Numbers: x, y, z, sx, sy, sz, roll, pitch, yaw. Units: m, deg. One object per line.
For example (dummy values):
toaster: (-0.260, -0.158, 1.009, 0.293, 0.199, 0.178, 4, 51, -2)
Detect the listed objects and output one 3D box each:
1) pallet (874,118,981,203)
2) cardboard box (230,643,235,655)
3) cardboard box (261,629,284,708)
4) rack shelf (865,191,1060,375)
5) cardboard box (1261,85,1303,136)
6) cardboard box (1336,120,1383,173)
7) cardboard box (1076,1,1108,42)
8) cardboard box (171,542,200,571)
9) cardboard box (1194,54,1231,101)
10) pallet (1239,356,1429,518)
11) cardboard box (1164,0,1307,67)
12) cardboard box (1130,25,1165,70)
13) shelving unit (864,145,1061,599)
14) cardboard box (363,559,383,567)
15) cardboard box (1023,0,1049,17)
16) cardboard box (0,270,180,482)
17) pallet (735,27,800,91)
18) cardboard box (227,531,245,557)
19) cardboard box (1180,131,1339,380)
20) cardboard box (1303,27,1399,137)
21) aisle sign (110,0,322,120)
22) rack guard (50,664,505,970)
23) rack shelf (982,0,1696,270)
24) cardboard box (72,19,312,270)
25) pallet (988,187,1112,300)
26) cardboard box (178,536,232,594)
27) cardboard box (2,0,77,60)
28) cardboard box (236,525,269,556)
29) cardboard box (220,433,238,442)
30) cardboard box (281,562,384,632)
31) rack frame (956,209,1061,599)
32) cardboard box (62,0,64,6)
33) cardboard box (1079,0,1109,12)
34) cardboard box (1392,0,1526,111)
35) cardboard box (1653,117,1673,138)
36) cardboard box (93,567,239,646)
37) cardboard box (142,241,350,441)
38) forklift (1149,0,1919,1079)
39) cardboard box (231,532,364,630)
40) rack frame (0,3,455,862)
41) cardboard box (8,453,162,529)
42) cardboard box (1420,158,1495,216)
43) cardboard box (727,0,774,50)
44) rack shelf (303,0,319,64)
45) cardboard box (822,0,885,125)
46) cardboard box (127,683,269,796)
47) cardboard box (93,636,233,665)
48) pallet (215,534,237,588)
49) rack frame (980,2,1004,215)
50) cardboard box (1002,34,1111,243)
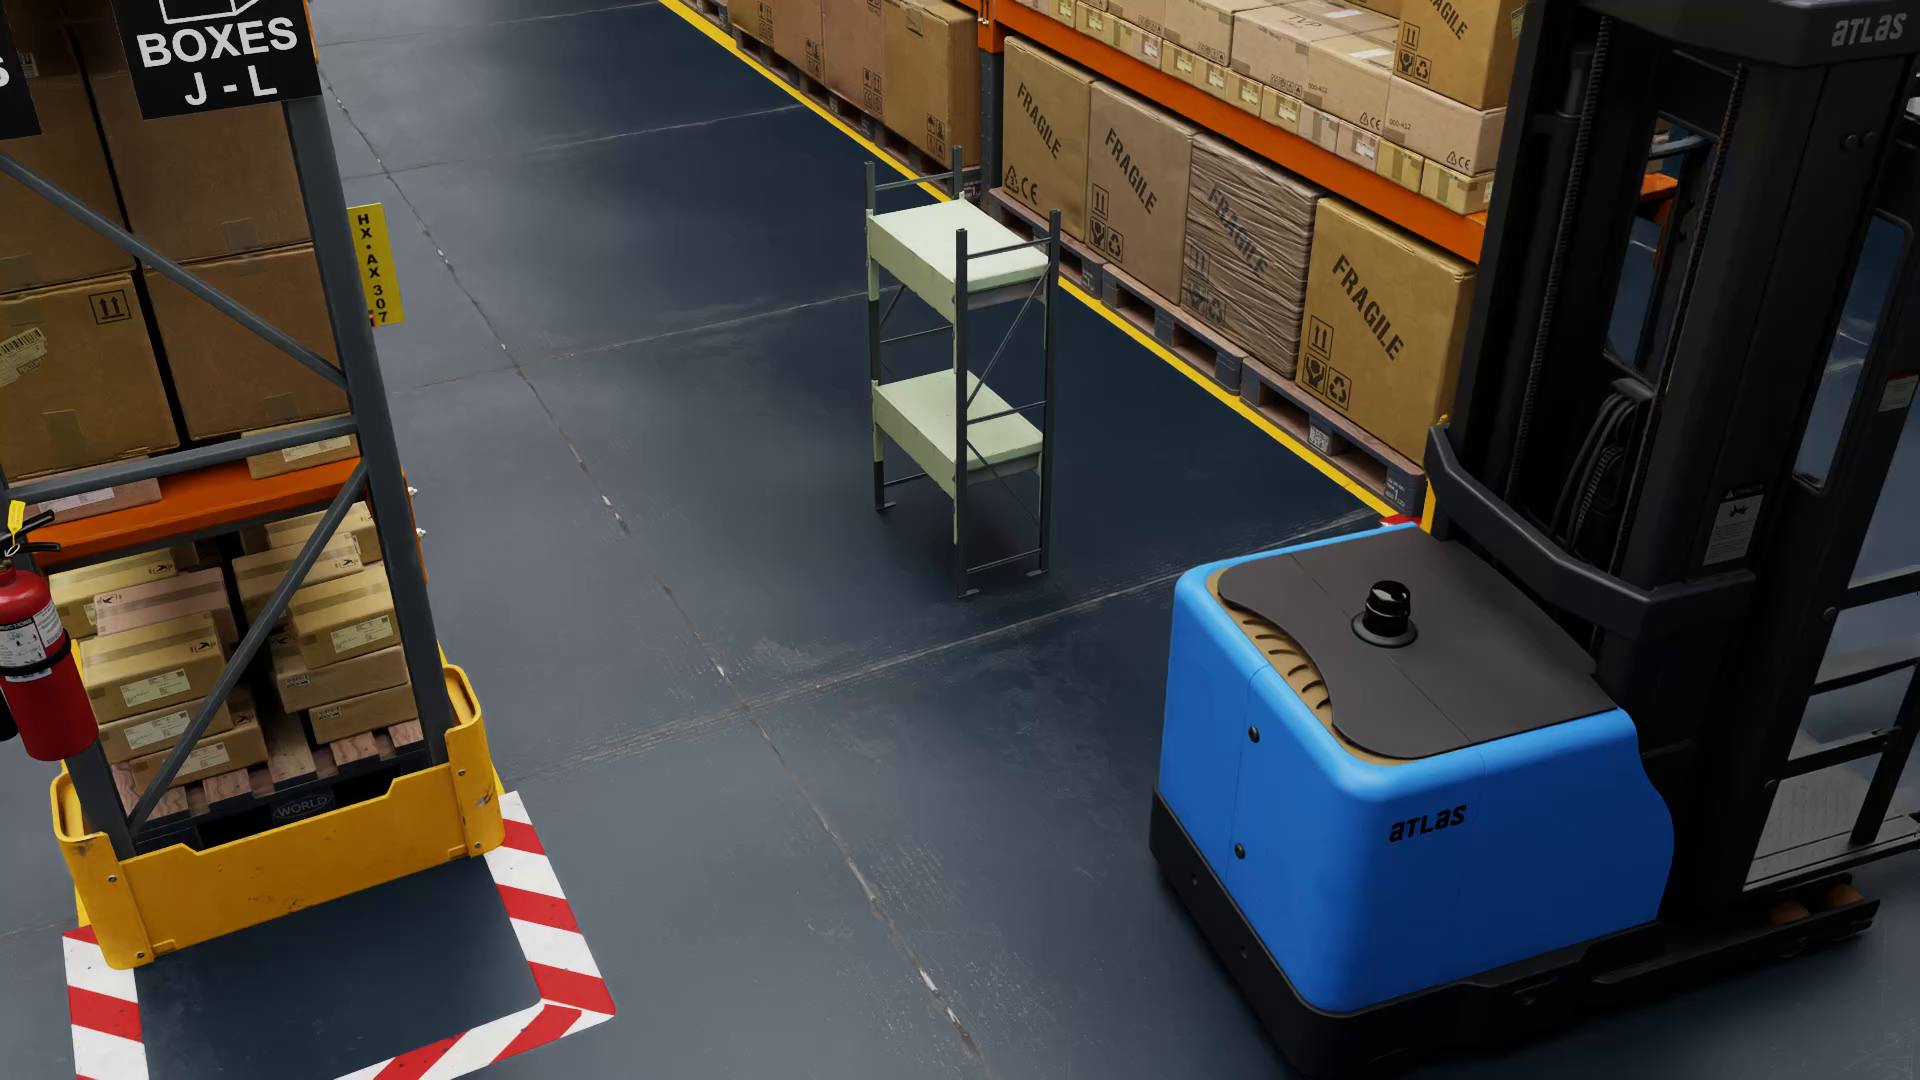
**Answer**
pallet: (0.162, -2.483, 10.430, 1.003, 0.211, 1.213, -16, 36, -23)
cardboard box: (-2.668, 0.380, 5.629, 0.380, 0.149, 0.250, -16, 36, -23)
cardboard box: (-2.137, 0.389, 5.615, 0.380, 0.149, 0.250, -16, 36, -23)
rack shelf: (-0.003, -0.963, 6.140, 0.431, 0.370, 0.720, -16, 36, -23)
cardboard box: (1.518, -1.867, 7.117, 0.380, 0.149, 0.250, -17, 36, -24)
cardboard box: (1.756, -1.624, 6.738, 0.380, 0.149, 0.250, -16, 36, -23)
cardboard box: (0.802, -2.601, 8.262, 0.380, 0.149, 0.250, -17, 36, -24)
cardboard box: (-2.817, 0.019, 5.641, 0.380, 0.149, 0.250, -17, 37, -25)
cardboard box: (1.283, -2.110, 7.495, 0.380, 0.149, 0.250, -15, 36, -22)
pallet: (2.011, -0.586, 7.470, 1.003, 0.211, 1.213, -16, 36, -23)
cardboard box: (1.272, -2.358, 7.513, 0.500, 0.250, 0.500, -16, 36, -23)
cardboard box: (1.037, -2.359, 7.884, 0.380, 0.149, 0.250, -15, 36, -23)
shelving unit: (-0.003, -0.635, 6.350, 0.431, 1.500, 0.755, -16, 36, -23)
cardboard box: (-2.282, 0.123, 6.031, 0.380, 0.149, 0.250, -15, 36, -23)
cardboard box: (0.554, -2.852, 8.653, 0.380, 0.149, 0.250, -17, 36, -25)
cardboard box: (-2.419, -0.516, 4.407, 0.500, 0.500, 0.500, -15, 36, -22)
pallet: (-0.976, -3.647, 12.247, 1.003, 0.211, 1.213, -16, 36, -23)
cardboard box: (-2.501, -0.108, 6.115, 0.380, 0.149, 0.250, -18, 37, -25)
cardboard box: (1.660, -1.400, 7.736, 0.875, 0.875, 0.875, -16, 36, -23)
cardboard box: (1.756, -1.868, 6.748, 0.500, 0.250, 0.500, -17, 36, -24)
aisle sign: (-1.682, -1.335, 3.643, 0.394, 0.787, 0.004, -16, 36, -23)
rack guard: (-2.017, 0.817, 5.012, 1.175, 0.500, 0.348, -16, 36, -23)
rack shelf: (1.521, -2.050, 7.836, 1.077, 0.370, 4.000, -16, 36, -23)
cardboard box: (-1.956, -1.069, 4.342, 0.500, 0.500, 0.500, -16, 36, -23)
pallet: (0.873, -1.751, 9.287, 1.003, 0.211, 1.213, -16, 36, -23)
cardboard box: (-2.759, 0.117, 5.764, 0.380, 0.149, 0.250, -16, 36, -24)
cardboard box: (-2.651, -1.185, 4.524, 0.500, 0.500, 0.500, -17, 36, -25)
cardboard box: (-2.354, -0.113, 5.848, 0.380, 0.149, 0.250, -18, 37, -25)
cardboard box: (-1.998, -0.442, 4.892, 0.380, 0.149, 0.250, -15, 35, -21)
cardboard box: (-2.077, 0.239, 5.573, 0.380, 0.149, 0.250, -16, 36, -23)
rack frame: (0.168, -0.460, 6.078, 0.400, 1.500, 0.023, -16, 36, -23)
cardboard box: (-3.597, -2.176, 6.071, 0.500, 0.500, 0.500, -17, 36, -25)
cardboard box: (0.803, -2.841, 8.267, 0.500, 0.250, 0.500, -16, 36, -23)
cardboard box: (1.993, -1.943, 6.170, 0.500, 0.500, 0.500, -15, 36, -23)
cardboard box: (2.468, -1.758, 6.576, 0.500, 0.250, 0.500, -17, 36, -24)
cardboard box: (-2.519, 0.250, 5.280, 0.380, 0.149, 0.250, -15, 36, -22)
cardboard box: (-1.947, -0.650, 4.616, 0.500, 0.500, 0.500, -14, 35, -21)
forklift: (2.157, -0.275, 4.463, 3.031, 2.935, 1.130, -11, 34, -17)
cardboard box: (-2.161, 0.137, 5.458, 0.380, 0.149, 0.250, -15, 36, -22)
rack frame: (-1.982, -0.199, 4.281, 1.000, 3.000, 0.127, -16, 36, -23)
cardboard box: (-2.384, -0.178, 4.480, 0.380, 0.149, 0.250, -16, 36, -23)
cardboard box: (1.996, -1.380, 6.356, 0.380, 0.149, 0.250, -15, 36, -22)
cardboard box: (-0.974, -4.164, 12.049, 1.225, 0.875, 0.875, -18, 37, -25)
rack shelf: (-2.914, -2.114, 5.155, 1.077, 0.370, 4.000, -16, 36, -23)
cardboard box: (-0.145, -3.316, 10.726, 1.225, 0.875, 0.875, -17, 36, -25)
cardboard box: (-2.412, 0.625, 5.247, 0.380, 0.149, 0.250, -15, 36, -22)
cardboard box: (-2.555, 0.381, 5.353, 0.380, 0.149, 0.250, -17, 36, -24)
pallet: (-2.930, -0.040, 6.616, 1.003, 0.211, 1.213, -16, 36, -23)
rack frame: (0.588, -3.308, 9.132, 1.000, 3.000, 0.127, -16, 36, -23)
cardboard box: (0.825, -2.255, 9.069, 0.875, 0.875, 0.875, -16, 36, -23)
